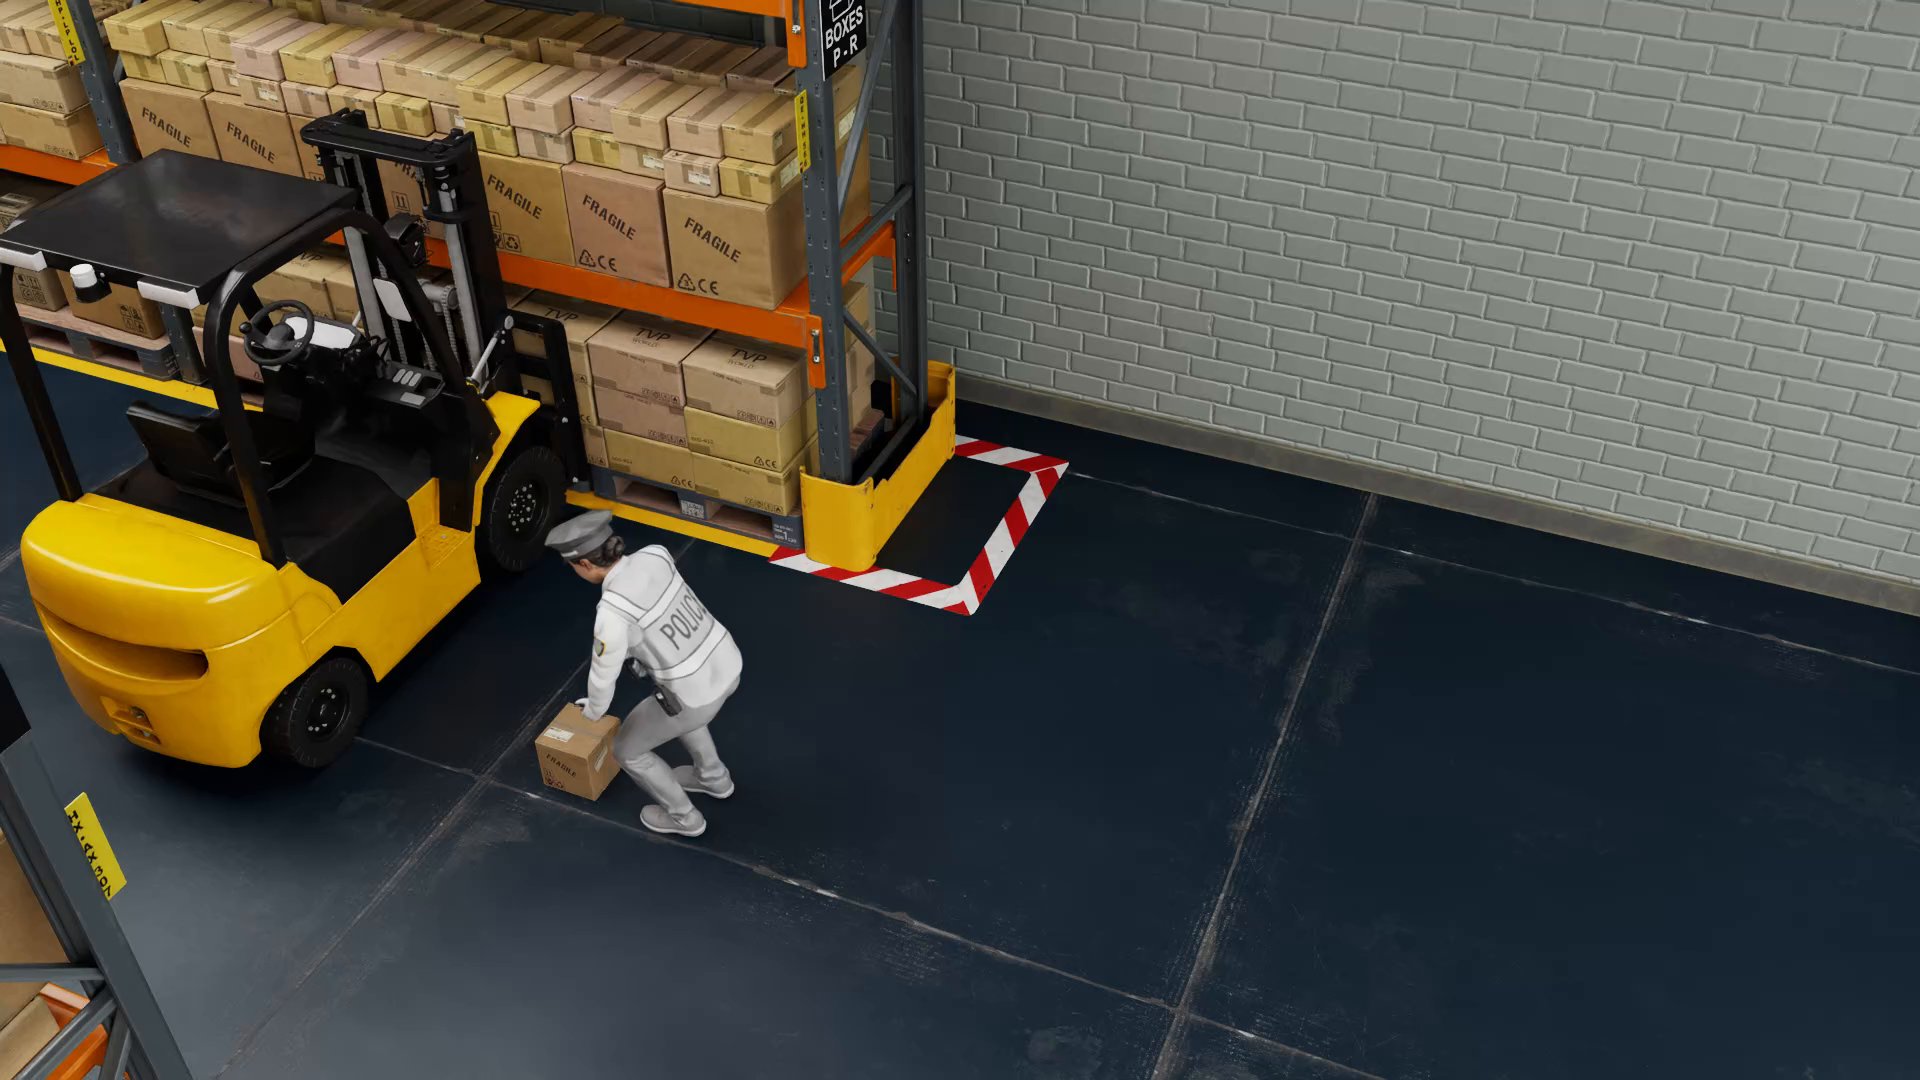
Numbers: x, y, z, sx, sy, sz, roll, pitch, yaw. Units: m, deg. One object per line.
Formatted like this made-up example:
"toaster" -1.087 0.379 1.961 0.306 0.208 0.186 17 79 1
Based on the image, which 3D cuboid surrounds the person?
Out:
"person" -1.314 0.611 6.519 0.926 1.067 0.419 13 40 16
